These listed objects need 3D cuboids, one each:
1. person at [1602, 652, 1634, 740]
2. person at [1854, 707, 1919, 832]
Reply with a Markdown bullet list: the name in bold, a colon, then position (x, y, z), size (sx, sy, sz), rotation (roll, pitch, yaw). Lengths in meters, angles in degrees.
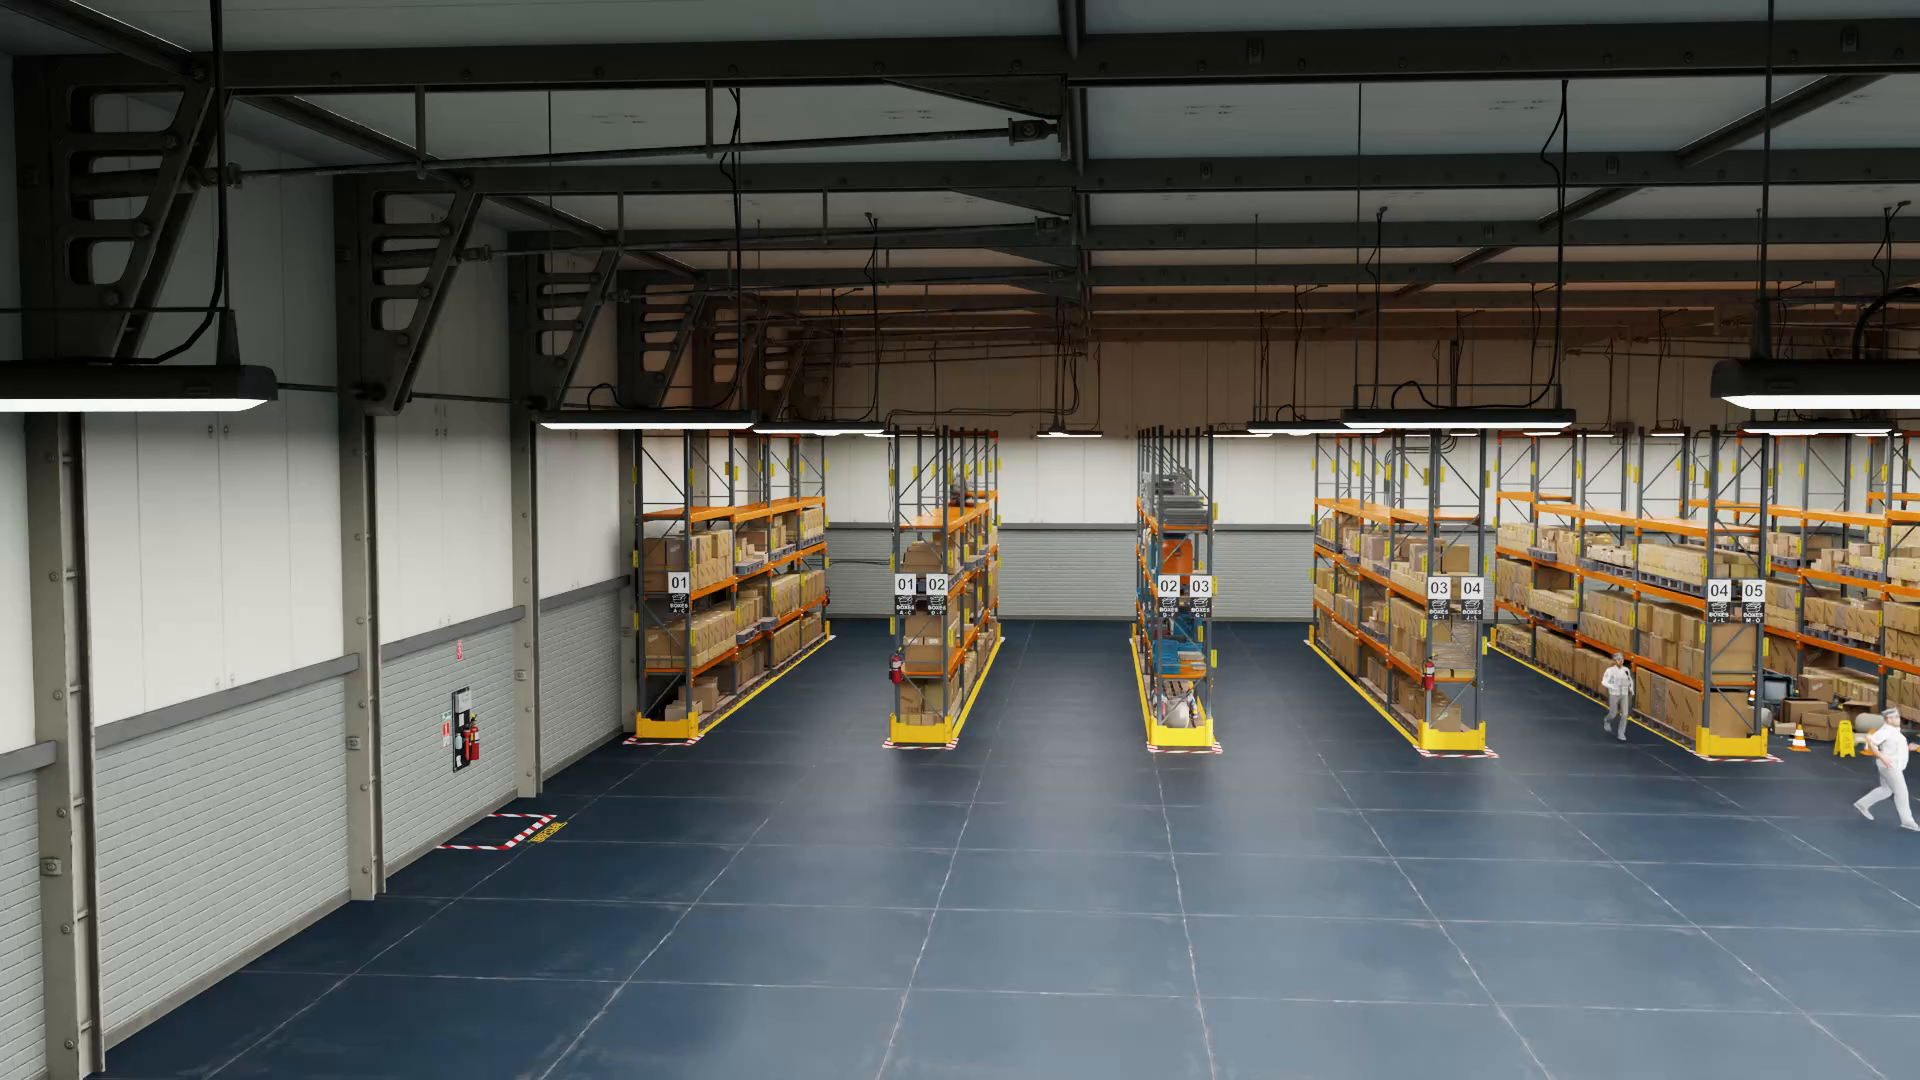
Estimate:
- **person**: position (12.638, 2.972, 31.914), size (0.624, 1.658, 0.746), rotation (0, 3, 2)
- **person**: position (13.731, 3.339, 24.506), size (0.968, 1.770, 0.663), rotation (3, 4, 39)
